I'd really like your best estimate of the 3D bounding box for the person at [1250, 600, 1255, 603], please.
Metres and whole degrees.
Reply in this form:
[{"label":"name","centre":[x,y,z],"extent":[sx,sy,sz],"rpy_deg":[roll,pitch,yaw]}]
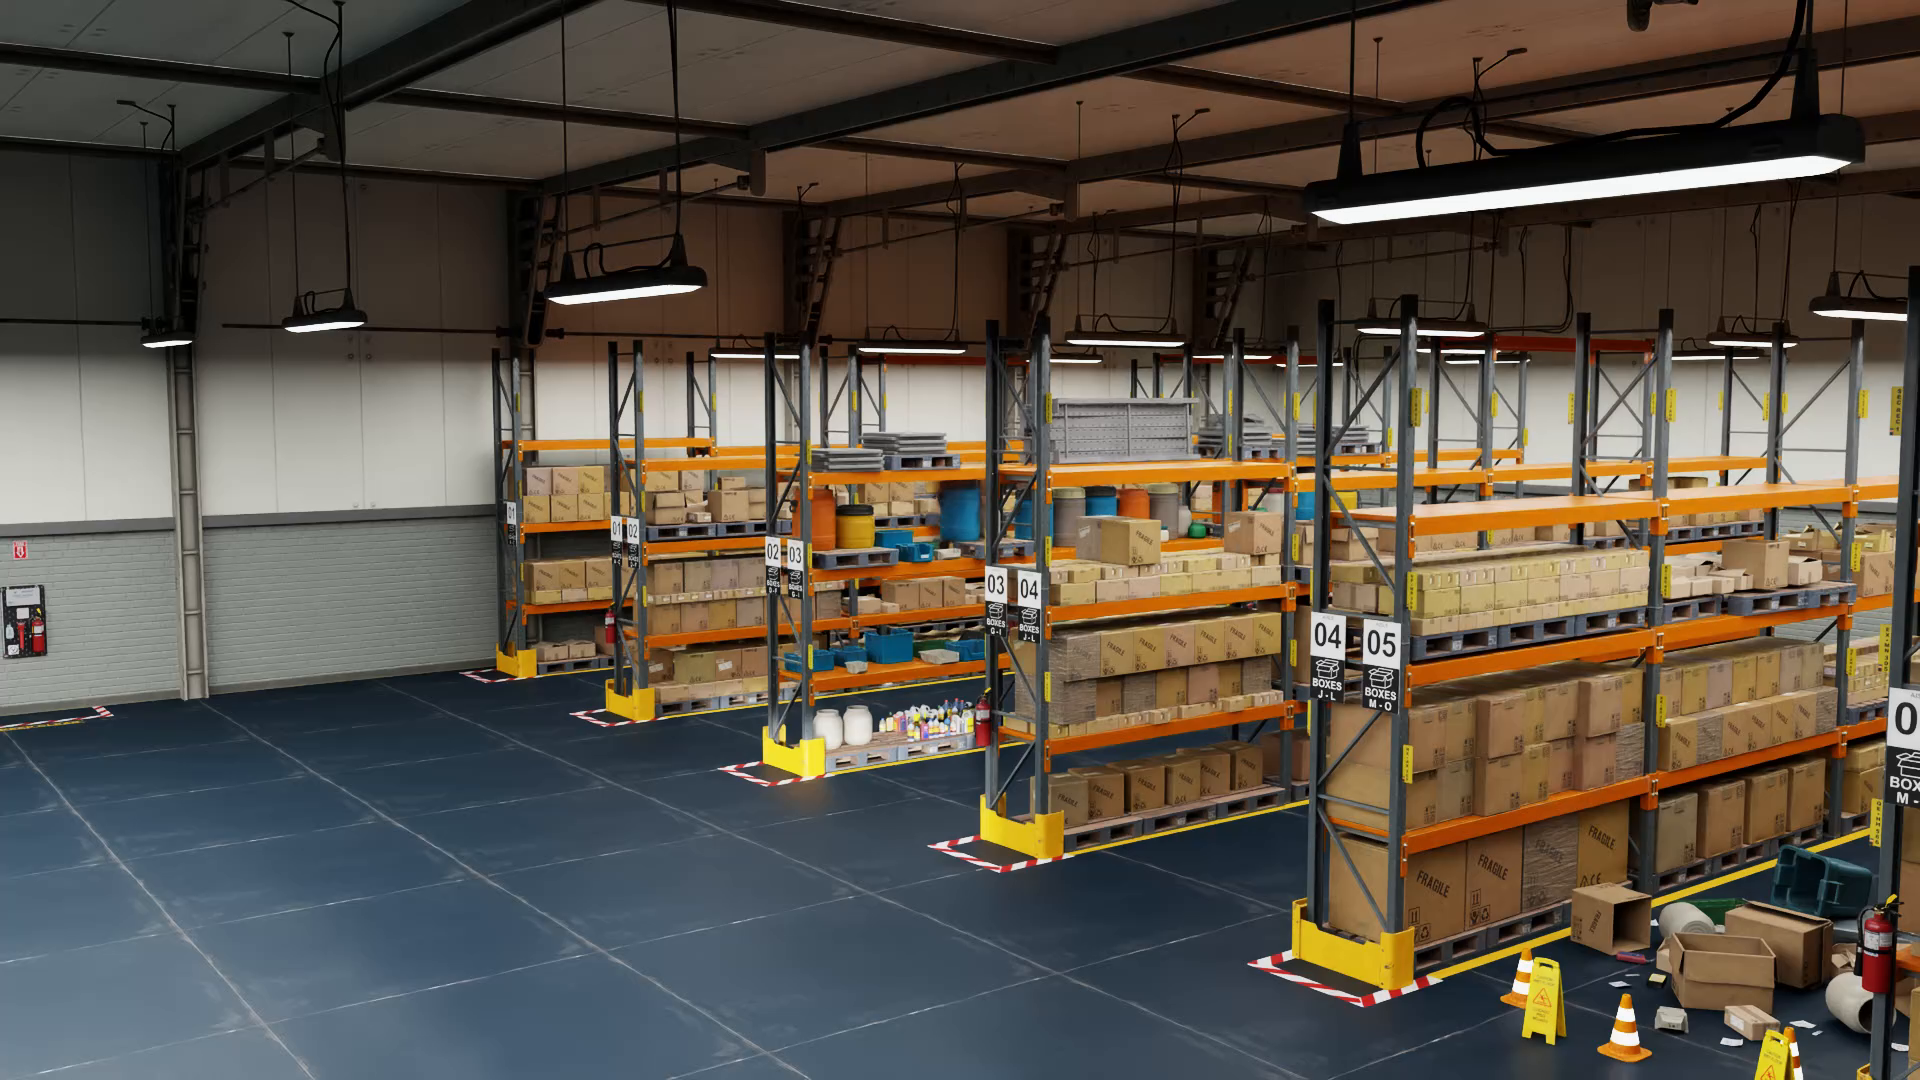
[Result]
[{"label":"person","centre":[6.131,1.332,33.552],"extent":[1.068,1.725,0.555],"rpy_deg":[-3,6,-34]}]
